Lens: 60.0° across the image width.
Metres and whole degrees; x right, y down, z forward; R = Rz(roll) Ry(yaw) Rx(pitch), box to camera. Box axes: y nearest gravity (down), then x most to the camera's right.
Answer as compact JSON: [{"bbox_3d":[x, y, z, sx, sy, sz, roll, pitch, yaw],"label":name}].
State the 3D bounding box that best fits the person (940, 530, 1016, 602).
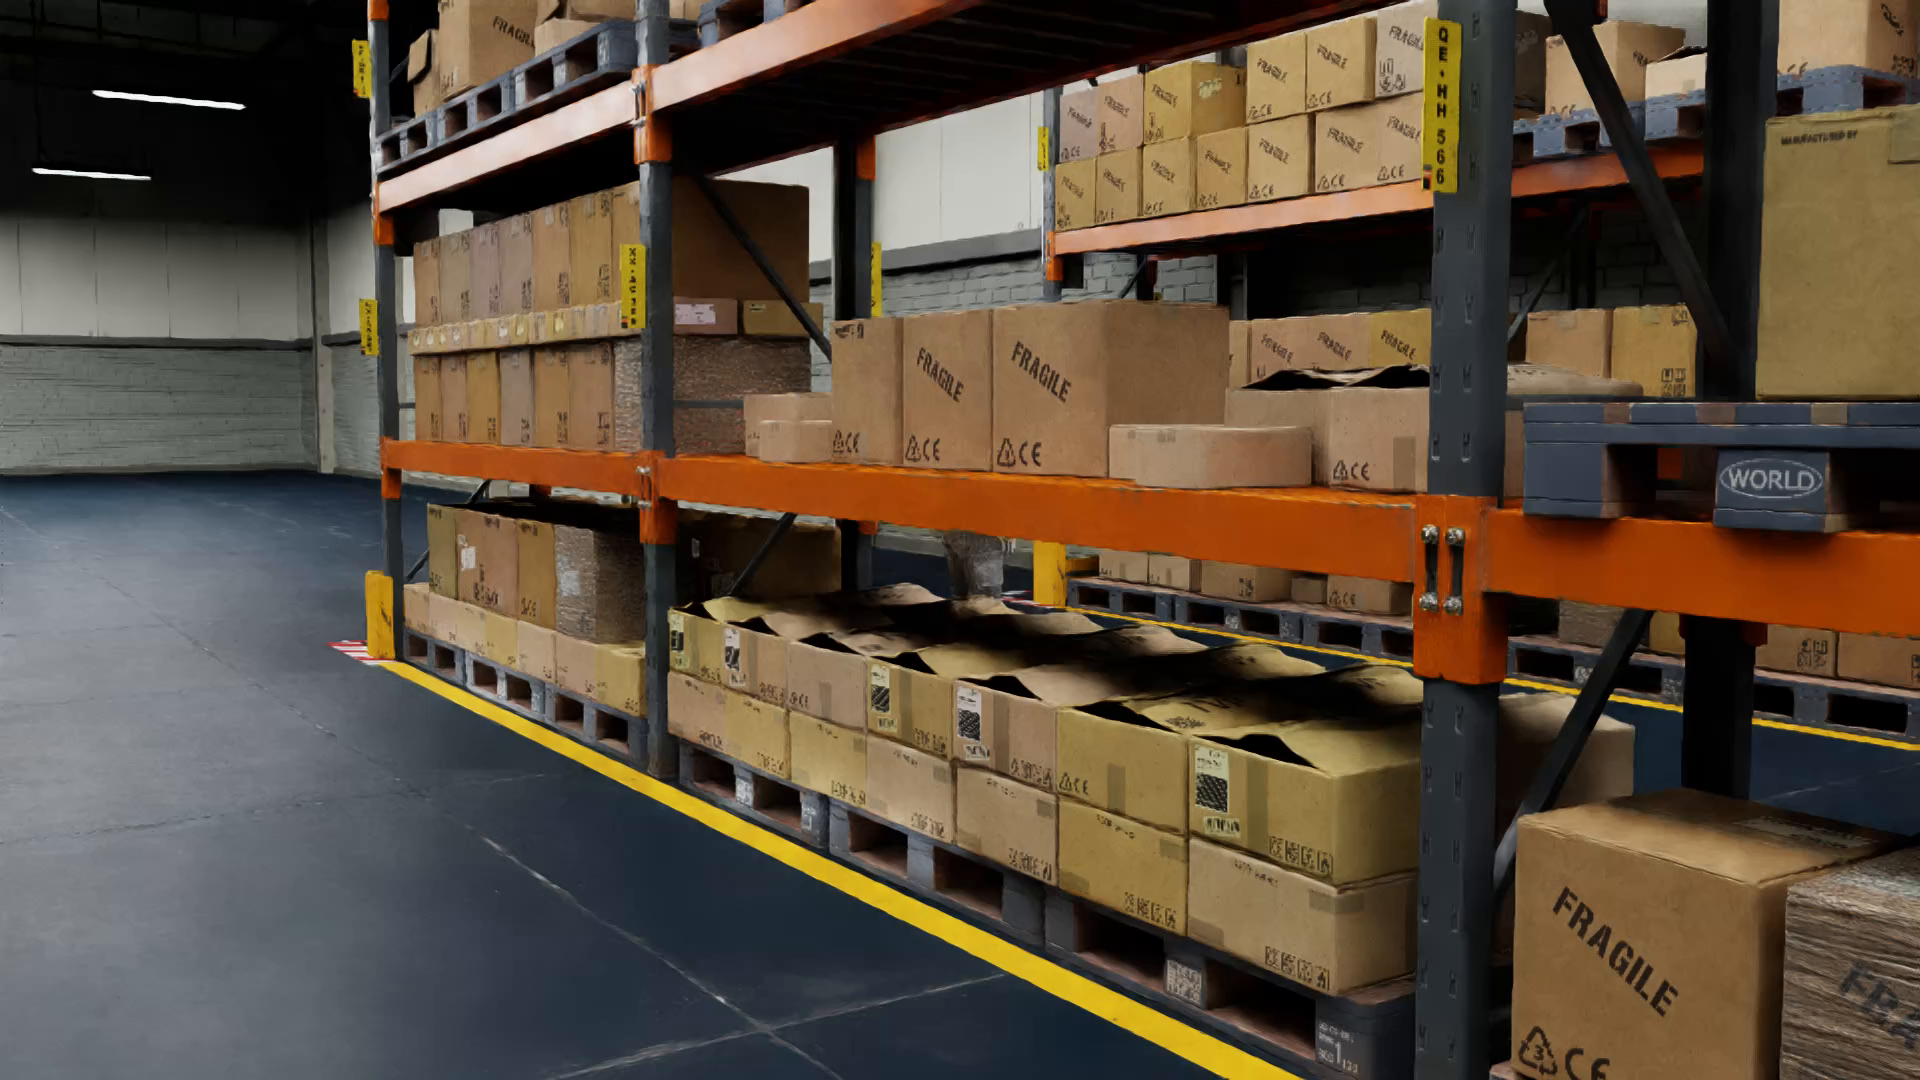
[{"bbox_3d":[0.076,-0.068,8.512,0.415,1.783,0.629,-1,5,-15],"label":"person"}]
